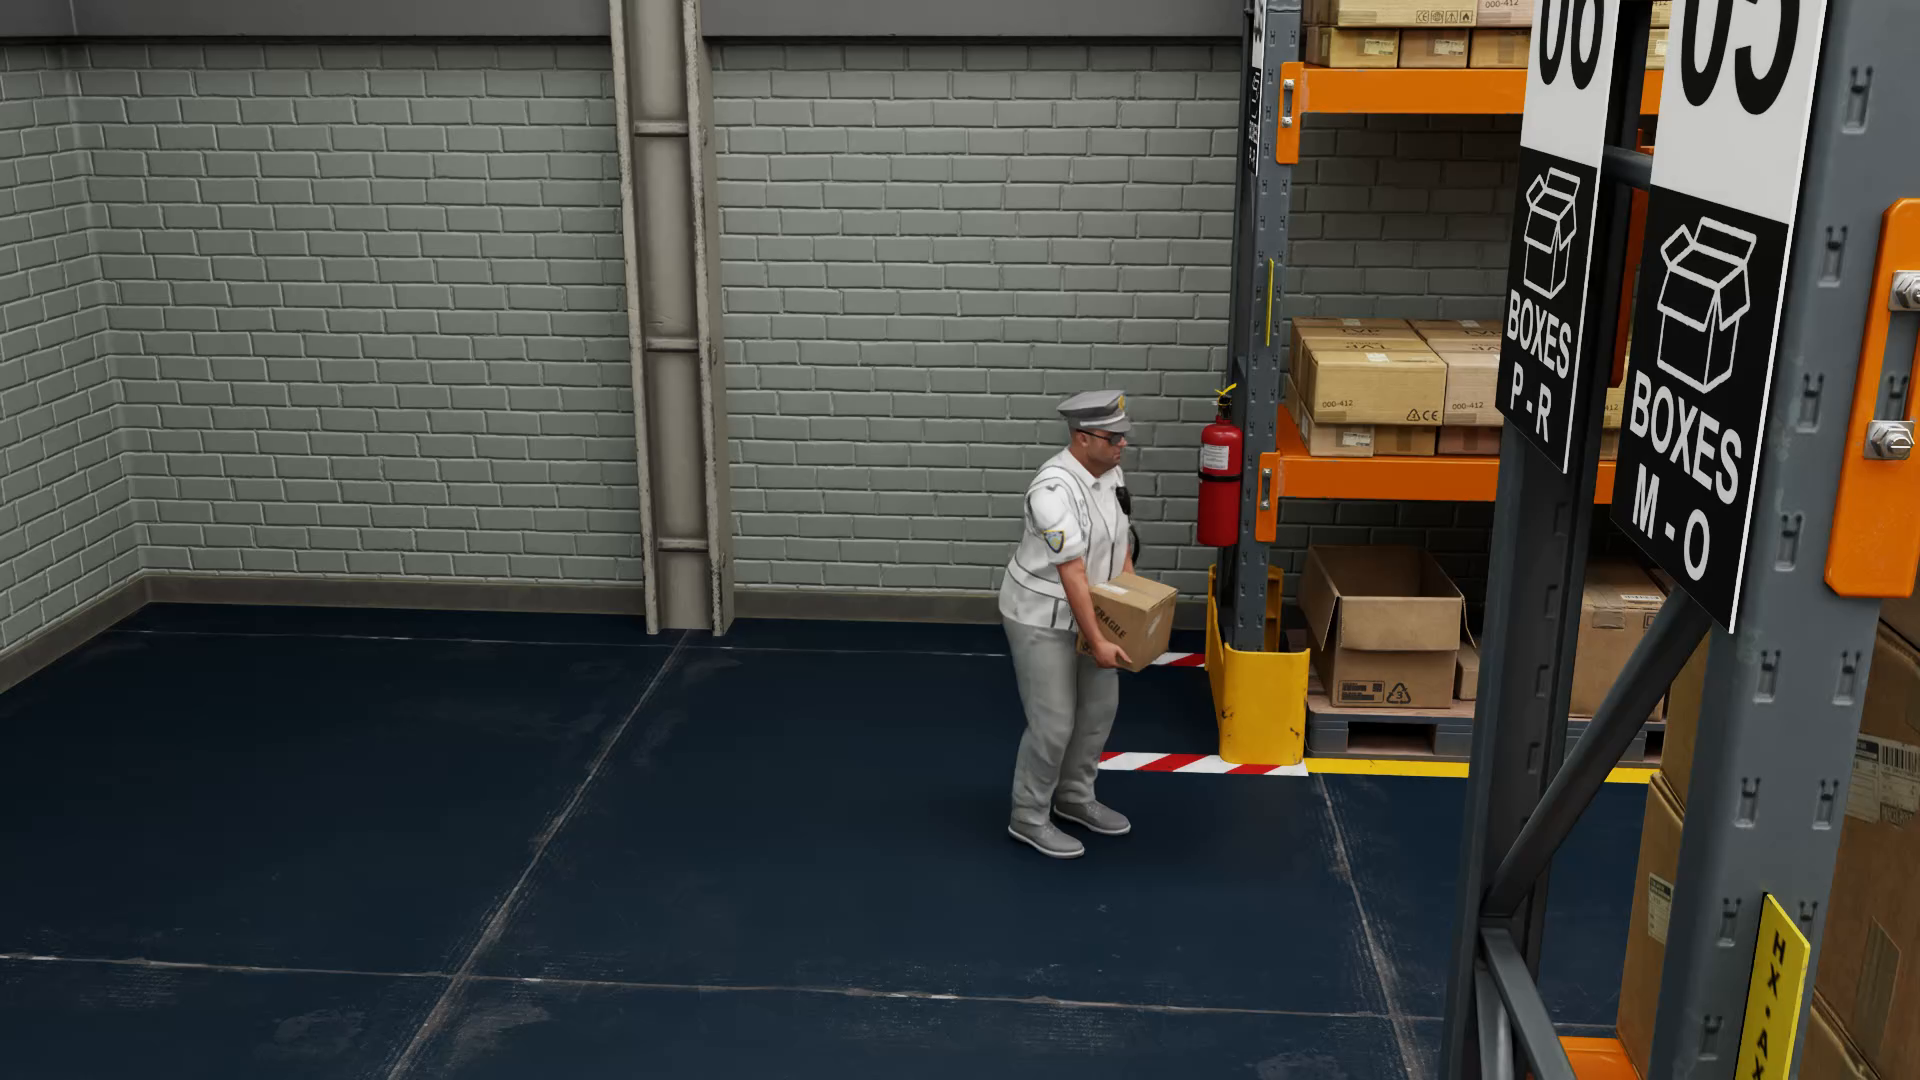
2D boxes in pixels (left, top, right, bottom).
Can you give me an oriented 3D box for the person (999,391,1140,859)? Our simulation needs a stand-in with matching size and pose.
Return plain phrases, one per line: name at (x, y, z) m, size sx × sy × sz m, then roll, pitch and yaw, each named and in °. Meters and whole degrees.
person at (0.449, 0.298, 6.114) m, size 0.588 × 1.743 × 0.484 m, roll 13°, pitch 21°, yaw 35°
